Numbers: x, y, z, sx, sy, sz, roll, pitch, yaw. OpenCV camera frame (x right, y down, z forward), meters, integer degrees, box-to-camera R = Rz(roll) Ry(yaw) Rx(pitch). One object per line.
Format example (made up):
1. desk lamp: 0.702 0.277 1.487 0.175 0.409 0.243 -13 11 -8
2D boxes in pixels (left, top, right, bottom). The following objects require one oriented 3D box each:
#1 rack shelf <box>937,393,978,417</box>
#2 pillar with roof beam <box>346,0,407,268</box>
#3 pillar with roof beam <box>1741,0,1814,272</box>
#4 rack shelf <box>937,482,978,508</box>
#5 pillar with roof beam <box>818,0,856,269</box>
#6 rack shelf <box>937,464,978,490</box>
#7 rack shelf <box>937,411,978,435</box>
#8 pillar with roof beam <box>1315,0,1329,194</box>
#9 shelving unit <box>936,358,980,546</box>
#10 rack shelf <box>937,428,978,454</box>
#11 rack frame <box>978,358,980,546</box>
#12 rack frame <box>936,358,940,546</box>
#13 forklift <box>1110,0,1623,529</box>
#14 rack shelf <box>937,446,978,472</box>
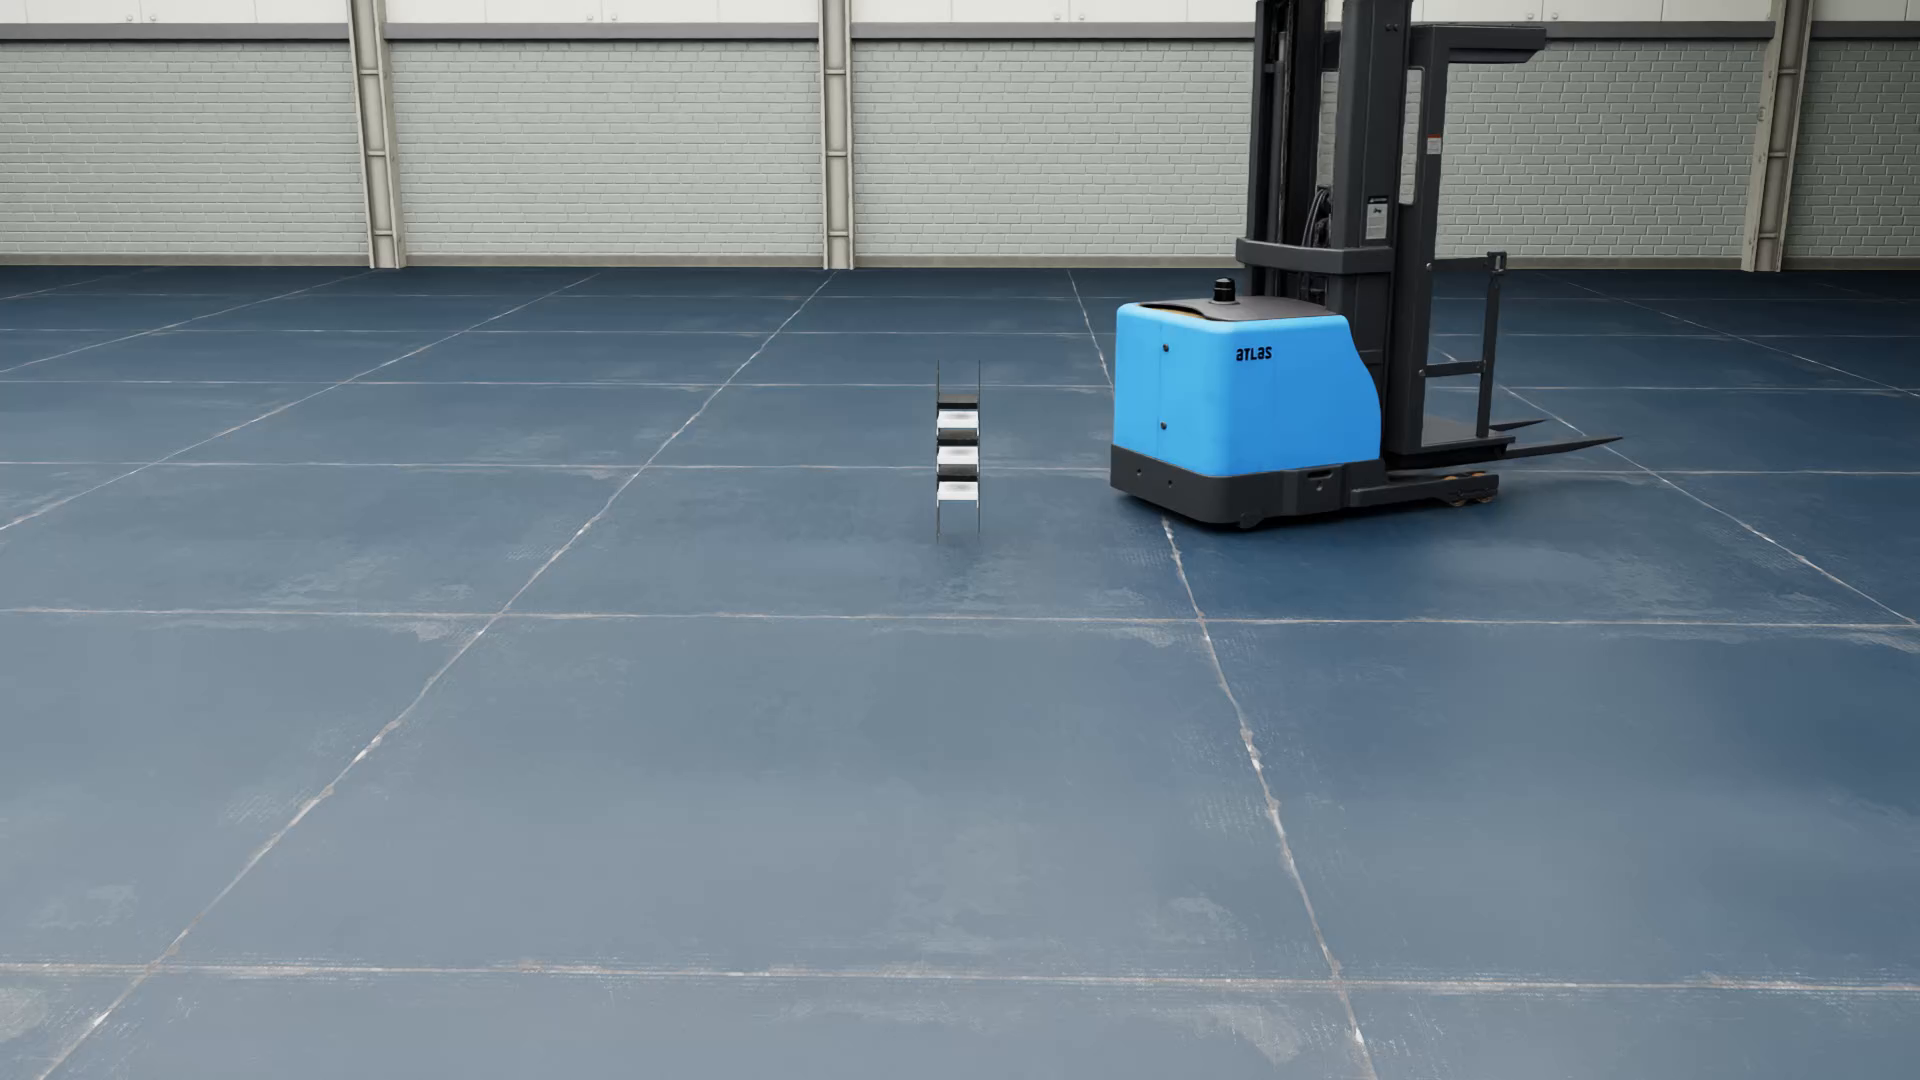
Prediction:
1. rack shelf: -0.008 -0.664 8.165 0.200 0.077 0.258 0 15 1
2. pillar with roof beam: -7.695 -6.879 16.772 0.400 9.000 9.100 0 15 1
3. pillar with roof beam: 10.300 -6.761 16.327 0.400 9.000 9.100 0 15 1
4. rack shelf: -0.008 -0.229 8.280 0.200 0.077 0.258 0 15 1
5. pillar with roof beam: -1.697 -6.839 16.623 0.400 9.000 9.100 0 15 1
6. rack shelf: -0.008 -0.316 8.257 0.200 0.077 0.258 0 15 1
7. rack shelf: -0.008 -0.577 8.188 0.200 0.077 0.258 0 15 1
8. pillar with roof beam: 4.302 -6.800 16.475 0.400 9.000 9.100 0 15 1
9. shelving unit: -0.008 -0.435 8.225 0.210 0.900 0.258 0 15 1
10. rack shelf: -0.008 -0.490 8.211 0.200 0.077 0.258 0 15 1
11. rack frame: 0.094 -0.435 8.223 0.006 0.900 0.240 0 15 1
12. rack frame: -0.110 -0.436 8.228 0.006 0.900 0.240 0 15 1
13. forklift: 2.384 -1.711 9.079 3.031 2.935 1.130 -7 16 -25
14. rack shelf: -0.008 -0.403 8.234 0.200 0.077 0.258 0 15 1
